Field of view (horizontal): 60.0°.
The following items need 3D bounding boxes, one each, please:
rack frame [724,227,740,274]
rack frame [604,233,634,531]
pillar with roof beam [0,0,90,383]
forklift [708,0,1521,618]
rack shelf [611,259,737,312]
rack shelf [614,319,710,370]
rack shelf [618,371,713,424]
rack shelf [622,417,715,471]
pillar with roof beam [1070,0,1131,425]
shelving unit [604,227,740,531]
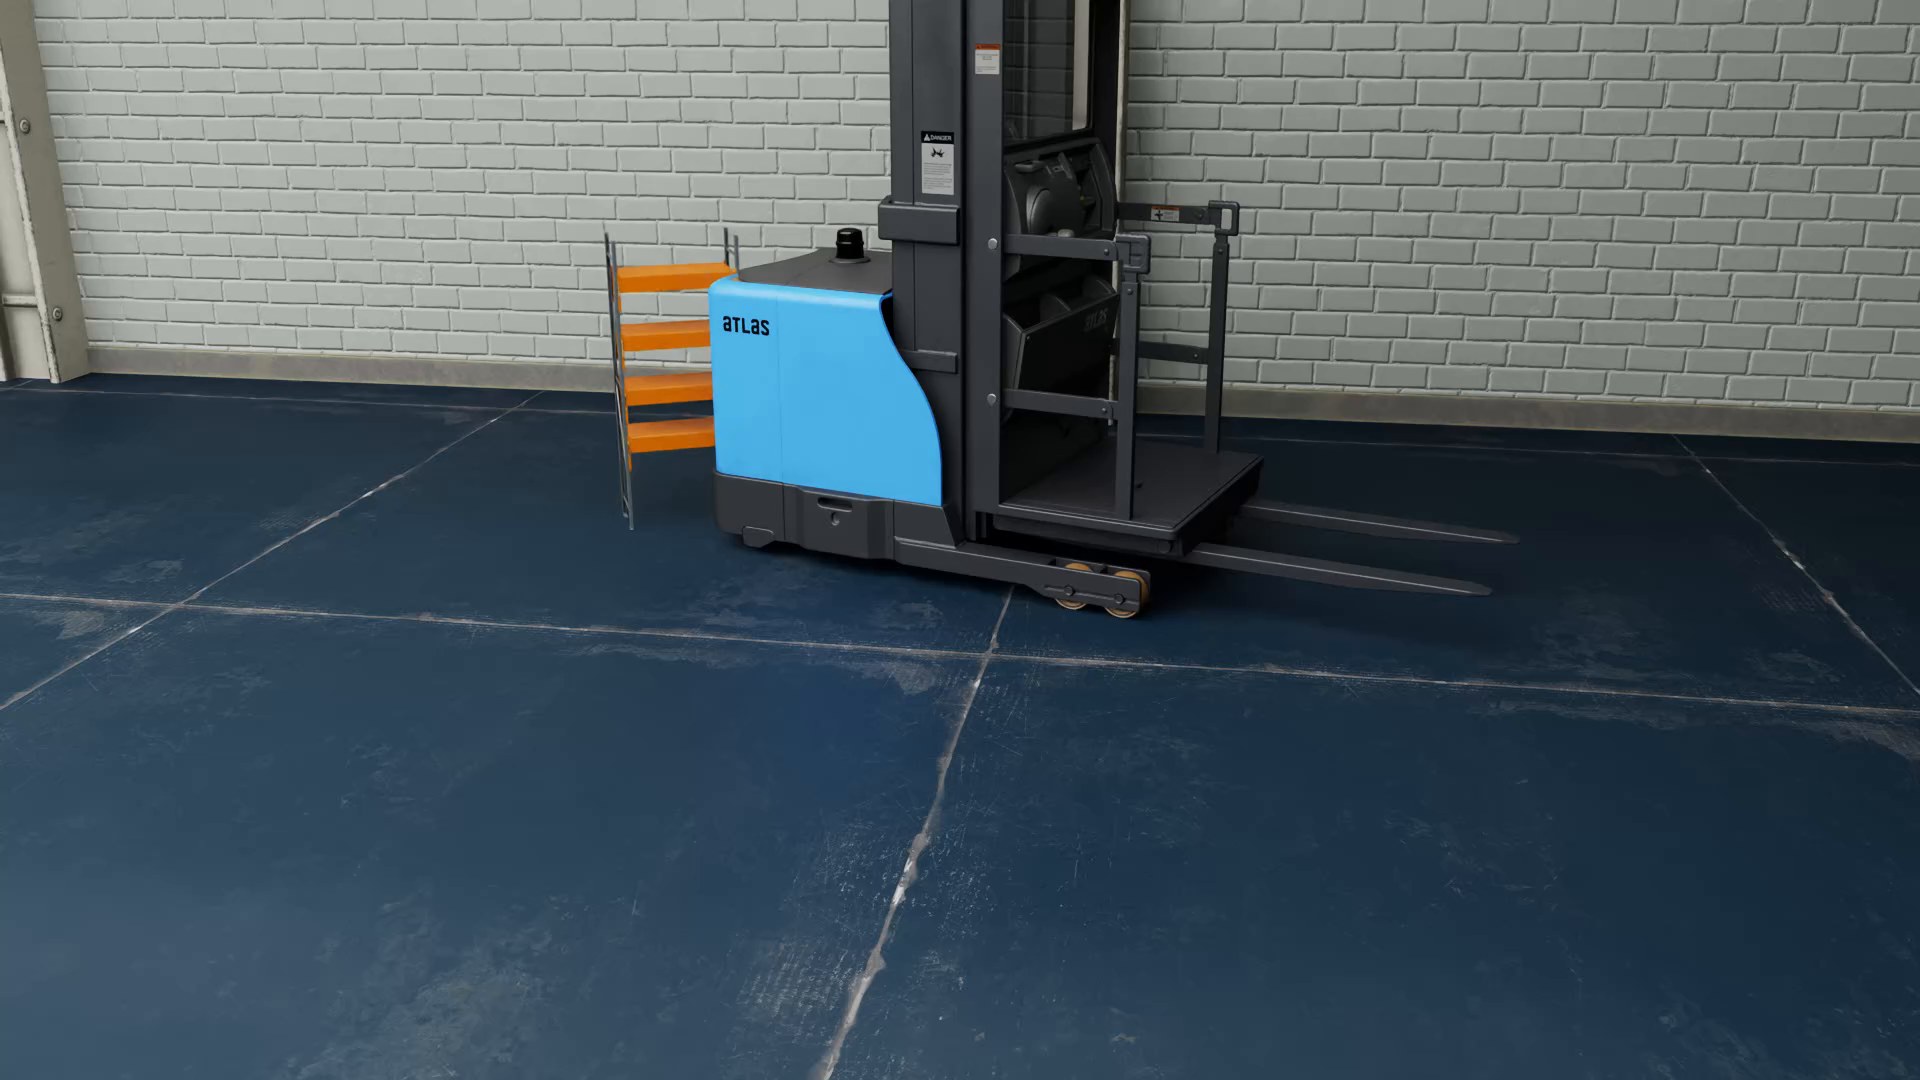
[{"bbox_3d":[-0.936,-0.691,6.975,0.015,1.200,0.240,-6,20,-17],"label":"rack frame"},{"bbox_3d":[-1.399,-0.642,6.830,0.015,1.200,0.240,-6,20,-17],"label":"rack frame"},{"bbox_3d":[-5.986,-3.871,4.189,0.400,9.000,9.100,3,19,9],"label":"pillar with roof beam"},{"bbox_3d":[0.561,-1.302,6.075,3.031,2.935,1.130,9,20,25],"label":"forklift"},{"bbox_3d":[-1.167,-1.039,6.777,0.480,0.148,0.258,-6,20,-17],"label":"rack shelf"},{"bbox_3d":[-1.167,-0.815,6.853,0.480,0.148,0.258,-6,20,-17],"label":"rack shelf"},{"bbox_3d":[-1.168,-0.603,6.924,0.480,0.148,0.258,-6,20,-17],"label":"rack shelf"},{"bbox_3d":[-1.168,-0.415,6.988,0.480,0.148,0.258,-6,20,-17],"label":"rack shelf"},{"bbox_3d":[-0.062,-3.569,3.287,0.400,9.000,9.100,3,19,9],"label":"pillar with roof beam"},{"bbox_3d":[-1.168,-0.666,6.903,0.503,1.200,0.258,-6,20,-17],"label":"shelving unit"}]
